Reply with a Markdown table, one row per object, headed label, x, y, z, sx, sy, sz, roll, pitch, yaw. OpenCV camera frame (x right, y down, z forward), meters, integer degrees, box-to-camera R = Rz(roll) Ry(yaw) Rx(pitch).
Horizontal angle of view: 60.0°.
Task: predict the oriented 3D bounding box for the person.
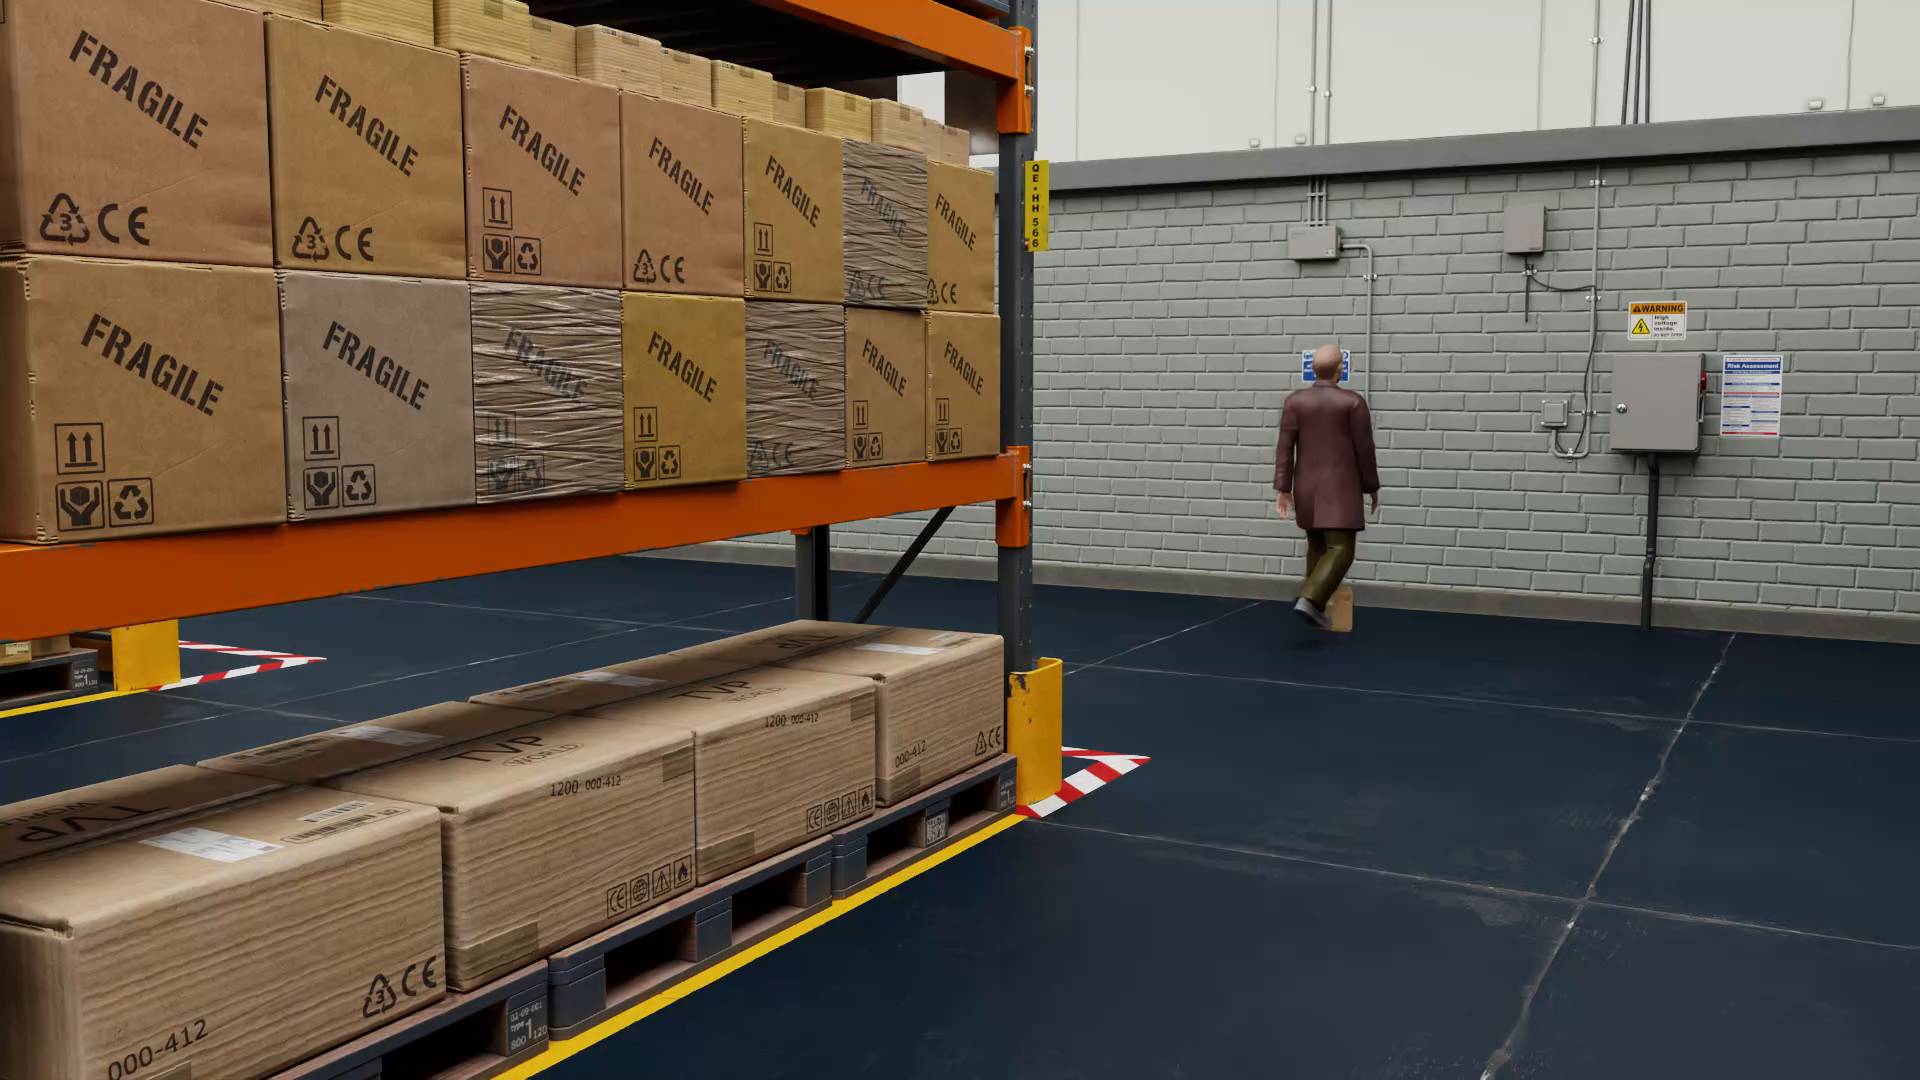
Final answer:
| label | x | y | z | sx | sy | sz | roll | pitch | yaw |
| --- | --- | --- | --- | --- | --- | --- | --- | --- | --- |
| person | 2.212 | -0.304 | 10.060 | 0.601 | 1.743 | 0.993 | 5 | 7 | 39 |
